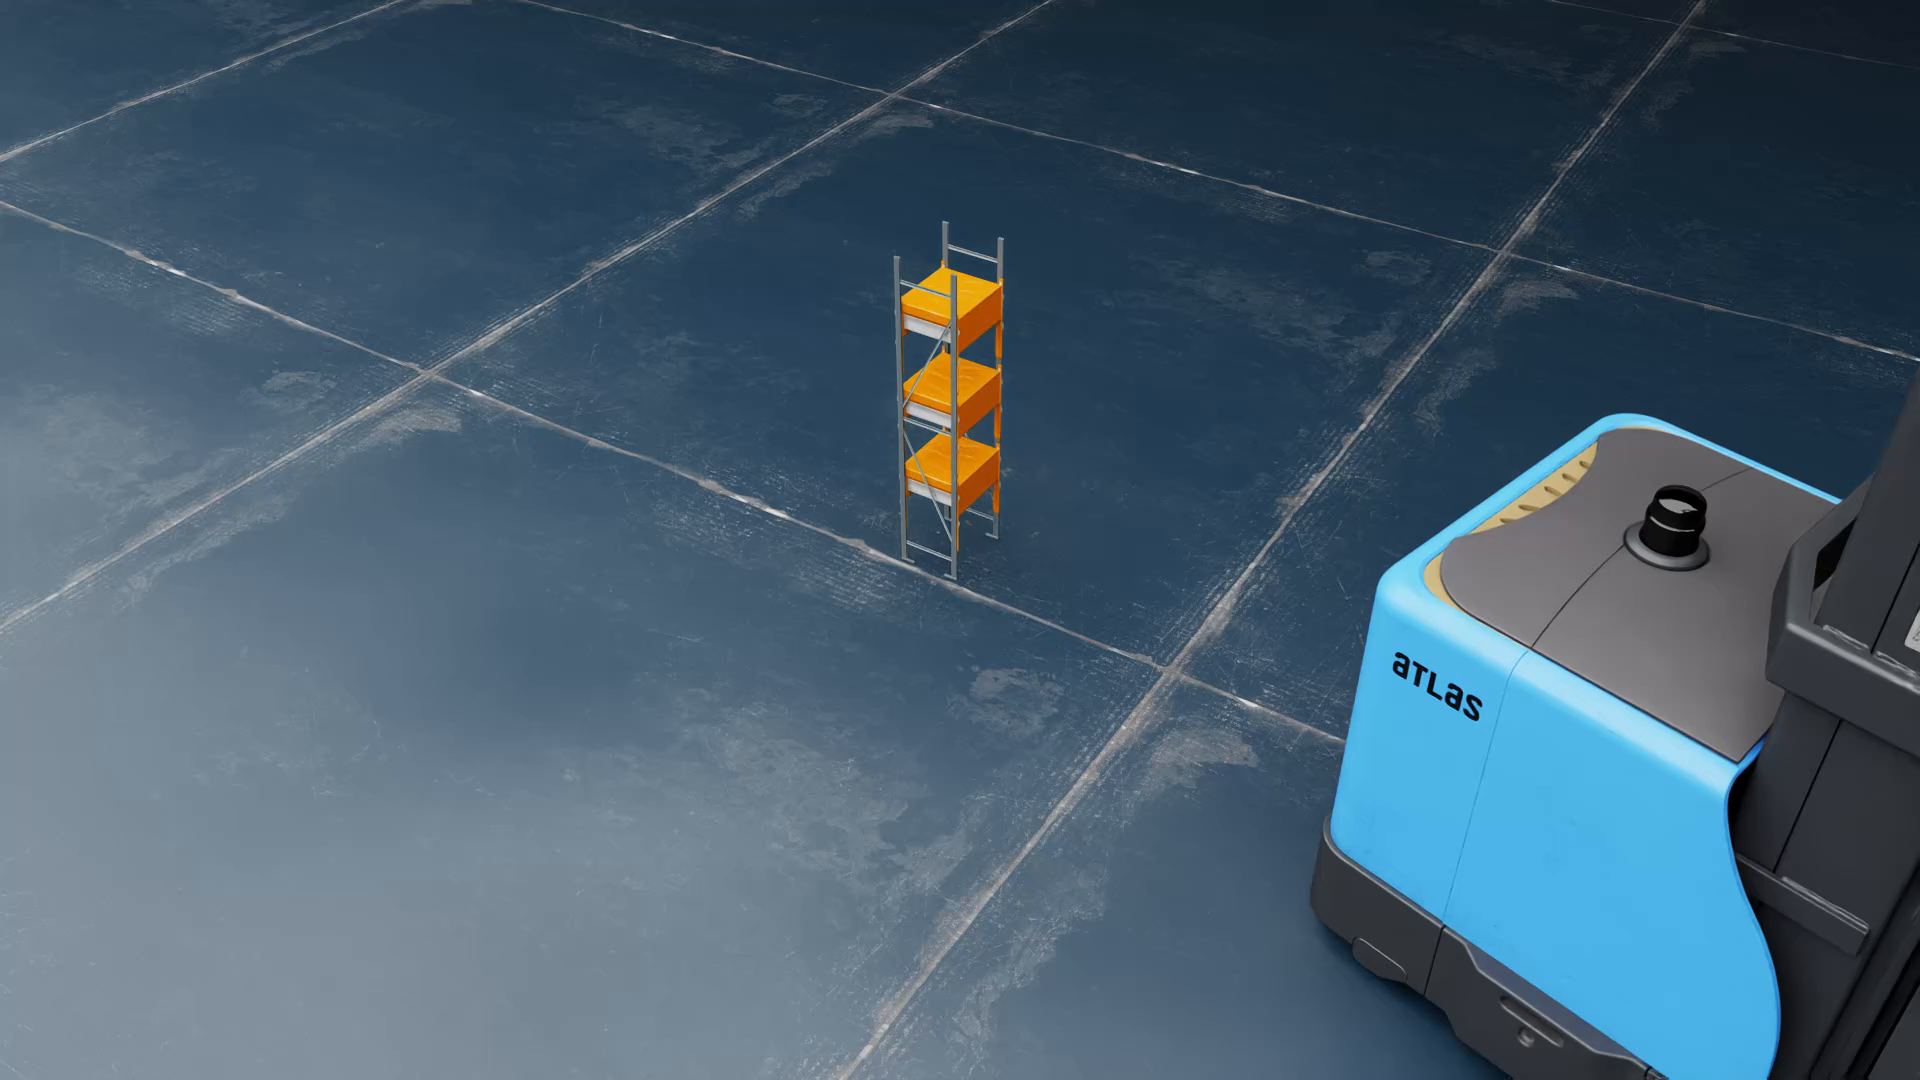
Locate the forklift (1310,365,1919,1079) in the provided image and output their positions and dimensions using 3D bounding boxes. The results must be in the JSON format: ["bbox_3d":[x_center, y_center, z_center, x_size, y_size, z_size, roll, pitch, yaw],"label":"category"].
[{"bbox_3d":[2.210,0.229,2.553,1.130,2.935,3.031,-29,46,-32],"label":"forklift"}]

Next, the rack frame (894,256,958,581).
[{"bbox_3d":[-0.094,-0.325,4.812,0.200,1.050,0.008,21,42,25],"label":"rack frame"}]

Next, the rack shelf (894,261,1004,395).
[{"bbox_3d":[-0.029,-0.605,4.727,0.215,0.259,0.240,21,42,25],"label":"rack shelf"}]

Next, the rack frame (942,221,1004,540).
[{"bbox_3d":[0.037,-0.451,4.975,0.200,1.050,0.008,21,42,25],"label":"rack frame"}]

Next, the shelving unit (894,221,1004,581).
[{"bbox_3d":[-0.029,-0.388,4.894,0.215,1.050,0.252,21,42,25],"label":"shelving unit"}]

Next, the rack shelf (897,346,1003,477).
[{"bbox_3d":[-0.029,-0.380,4.900,0.215,0.259,0.240,21,42,25],"label":"rack shelf"}]

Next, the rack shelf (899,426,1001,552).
[{"bbox_3d":[-0.029,-0.160,5.070,0.215,0.259,0.240,21,42,25],"label":"rack shelf"}]
